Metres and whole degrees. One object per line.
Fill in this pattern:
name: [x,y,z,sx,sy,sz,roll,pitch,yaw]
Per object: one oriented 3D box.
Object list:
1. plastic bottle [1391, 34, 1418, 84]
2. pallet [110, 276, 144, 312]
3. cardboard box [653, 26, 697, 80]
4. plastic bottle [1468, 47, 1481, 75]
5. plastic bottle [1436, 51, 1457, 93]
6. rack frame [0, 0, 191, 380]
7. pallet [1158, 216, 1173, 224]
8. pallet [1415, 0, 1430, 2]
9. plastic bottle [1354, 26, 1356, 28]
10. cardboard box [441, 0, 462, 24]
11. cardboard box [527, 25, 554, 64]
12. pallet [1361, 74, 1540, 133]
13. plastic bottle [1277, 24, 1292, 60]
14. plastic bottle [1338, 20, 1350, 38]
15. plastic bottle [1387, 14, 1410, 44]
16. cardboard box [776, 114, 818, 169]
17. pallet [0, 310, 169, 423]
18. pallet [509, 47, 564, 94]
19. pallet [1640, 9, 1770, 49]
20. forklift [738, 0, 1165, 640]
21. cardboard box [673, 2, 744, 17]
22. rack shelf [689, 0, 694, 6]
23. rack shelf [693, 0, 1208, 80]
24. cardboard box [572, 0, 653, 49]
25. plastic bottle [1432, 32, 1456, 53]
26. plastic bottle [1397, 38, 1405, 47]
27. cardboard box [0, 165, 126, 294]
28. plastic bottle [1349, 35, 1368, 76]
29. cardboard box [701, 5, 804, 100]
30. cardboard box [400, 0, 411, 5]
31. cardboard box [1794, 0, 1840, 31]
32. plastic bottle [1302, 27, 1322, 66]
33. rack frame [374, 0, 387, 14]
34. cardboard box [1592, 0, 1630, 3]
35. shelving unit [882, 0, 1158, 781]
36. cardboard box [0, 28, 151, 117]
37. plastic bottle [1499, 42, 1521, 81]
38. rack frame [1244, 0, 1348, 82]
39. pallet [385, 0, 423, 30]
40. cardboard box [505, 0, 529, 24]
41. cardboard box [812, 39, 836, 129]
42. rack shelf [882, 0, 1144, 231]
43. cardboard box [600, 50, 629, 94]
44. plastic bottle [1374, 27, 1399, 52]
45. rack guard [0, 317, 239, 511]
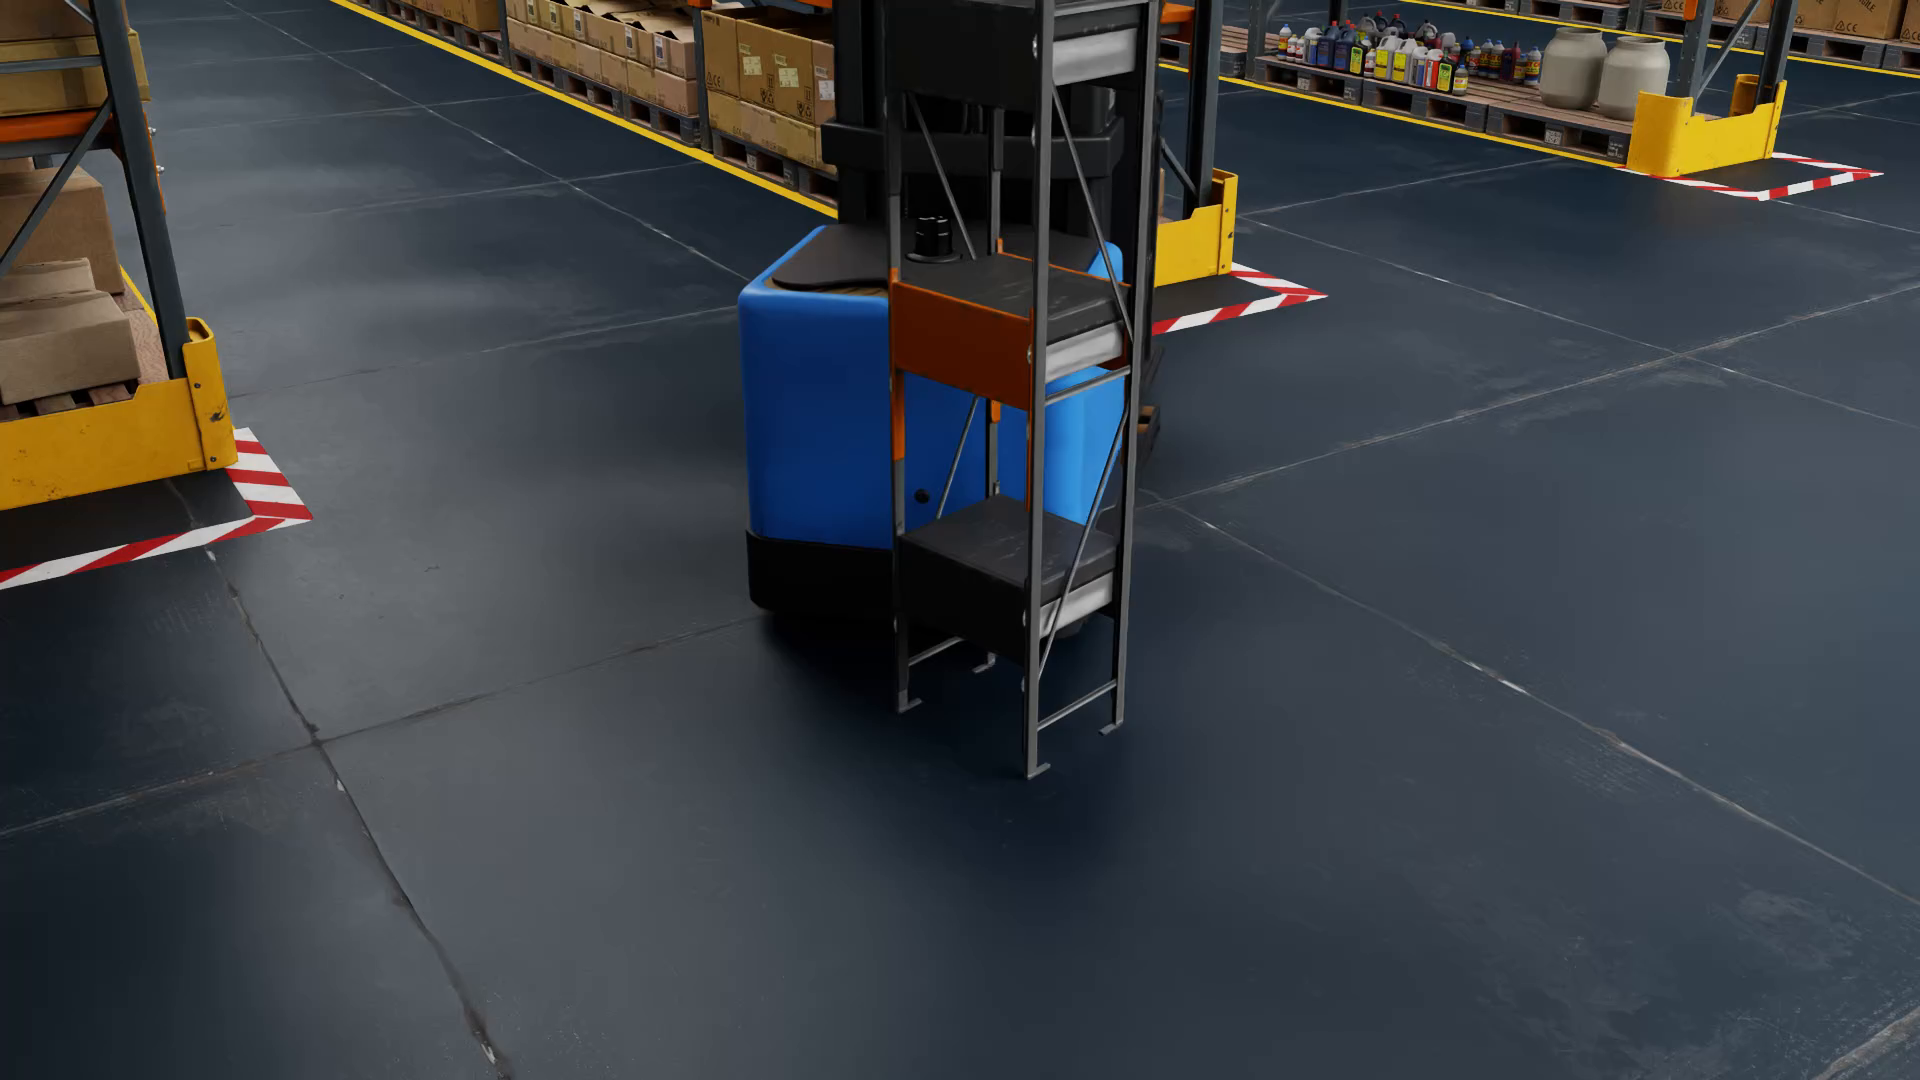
plastic bottle: [3.354,-3.615,12.482,0.144,0.351,0.185,-14,29,-27]
pallet: [-4.410,-1.047,7.721,1.003,0.211,1.213,-16,29,-30]
cardboard box: [-1.789,-3.411,11.534,0.500,0.311,0.500,-16,29,-30]
plastic bottle: [3.984,-3.704,12.844,0.097,0.201,0.097,0,25,0]
plastic bottle: [3.559,-3.418,12.143,0.061,0.283,0.133,-15,29,-28]
rack frame: [-3.293,-1.546,5.512,1.000,3.000,0.127,-16,29,-30]
pallet: [0.403,-1.705,9.114,1.003,0.211,1.213,-16,29,-30]
pallet: [5.216,-6.330,18.911,1.003,0.211,1.213,-16,29,-30]
plastic bottle: [3.284,-4.162,13.816,0.097,0.201,0.097,0,25,0]
cardboard box: [-4.501,-5.097,15.446,0.500,0.500,0.500,-17,30,-31]
cardboard box: [-3.196,-4.075,13.597,0.500,0.250,0.500,-16,30,-31]
pallet: [3.826,-3.338,12.574,1.003,0.211,1.213,-16,29,-30]
plastic bottle: [2.631,-4.035,13.464,0.097,0.271,0.097,0,25,0]
plastic bottle: [3.038,-3.935,13.160,0.144,0.351,0.185,-16,29,-30]
plastic bottle: [3.522,-4.055,13.414,0.144,0.351,0.185,-17,30,-32]
cardboard box: [-0.791,-2.483,10.224,0.500,0.250,0.500,-16,29,-30]
pallet: [-3.748,-0.611,6.798,1.003,0.211,1.213,-16,29,-30]
pallet: [-3.095,-3.999,13.974,1.003,0.211,1.213,-16,29,-30]
pallet: [7.370,-4.947,15.982,1.003,0.211,1.213,-16,29,-30]
forklift: [0.172,-1.633,5.777,1.130,2.935,3.031,6,26,12]
cardboard box: [-1.897,-3.904,12.578,0.500,0.311,0.500,-17,30,-31]
rack shelf: [-2.420,-4.523,12.660,1.077,0.370,4.000,-16,29,-30]
rack shelf: [-0.236,-3.092,9.629,1.077,0.370,4.000,-16,29,-30]
cardboard box: [-2.620,-3.955,12.687,0.500,0.311,0.500,-16,30,-30]
plastic bottle: [3.784,-3.847,13.060,0.152,0.276,0.135,-15,29,-29]
plastic bottle: [3.363,-3.692,12.731,0.152,0.276,0.135,-16,29,-30]
cardboard box: [-4.265,-1.361,7.533,0.700,0.500,0.500,-18,31,-33]
plastic bottle: [3.076,-3.735,12.814,0.061,0.283,0.133,-14,29,-27]
cardboard box: [-1.337,-3.180,10.822,0.500,0.500,0.500,-16,29,-30]
cardboard box: [-5.335,-5.645,16.606,0.500,0.500,0.500,-15,29,-29]
cardboard box: [7.883,-4.940,15.138,0.500,0.500,0.500,-19,31,-34]
plastic bottle: [2.830,-3.928,13.231,0.152,0.276,0.135,-14,29,-28]
rack frame: [-5.695,-6.994,17.052,1.000,3.000,0.127,-16,29,-30]
cardboard box: [6.657,-5.733,16.794,0.700,0.500,0.500,-18,31,-33]
shelving unit: [0.137,-0.447,4.238,0.503,2.100,0.431,22,33,39]
cardboard box: [-3.293,-1.736,6.066,0.500,0.250,0.500,-17,30,-31]
plastic bottle: [4.171,-3.632,12.597,0.061,0.283,0.133,-15,29,-29]
rack frame: [2.824,-5.286,13.433,1.000,3.000,0.127,-16,29,-30]
pallet: [-5.219,-5.451,17.050,1.003,0.211,1.213,-16,29,-30]
cardboard box: [-3.472,-4.508,13.857,0.500,0.311,0.500,-14,29,-28]
cardboard box: [-0.516,-2.644,9.687,0.500,0.500,0.500,-16,29,-30]
rack shelf: [0.137,-1.068,3.945,0.480,0.518,0.431,22,33,39]
cardboard box: [-2.351,-3.524,12.431,0.500,0.250,0.500,-15,29,-28]
plastic bottle: [3.412,-3.978,13.338,0.152,0.276,0.135,-16,29,-30]
rack guard: [-3.334,-0.443,6.103,1.175,0.500,0.348,-16,29,-30]
